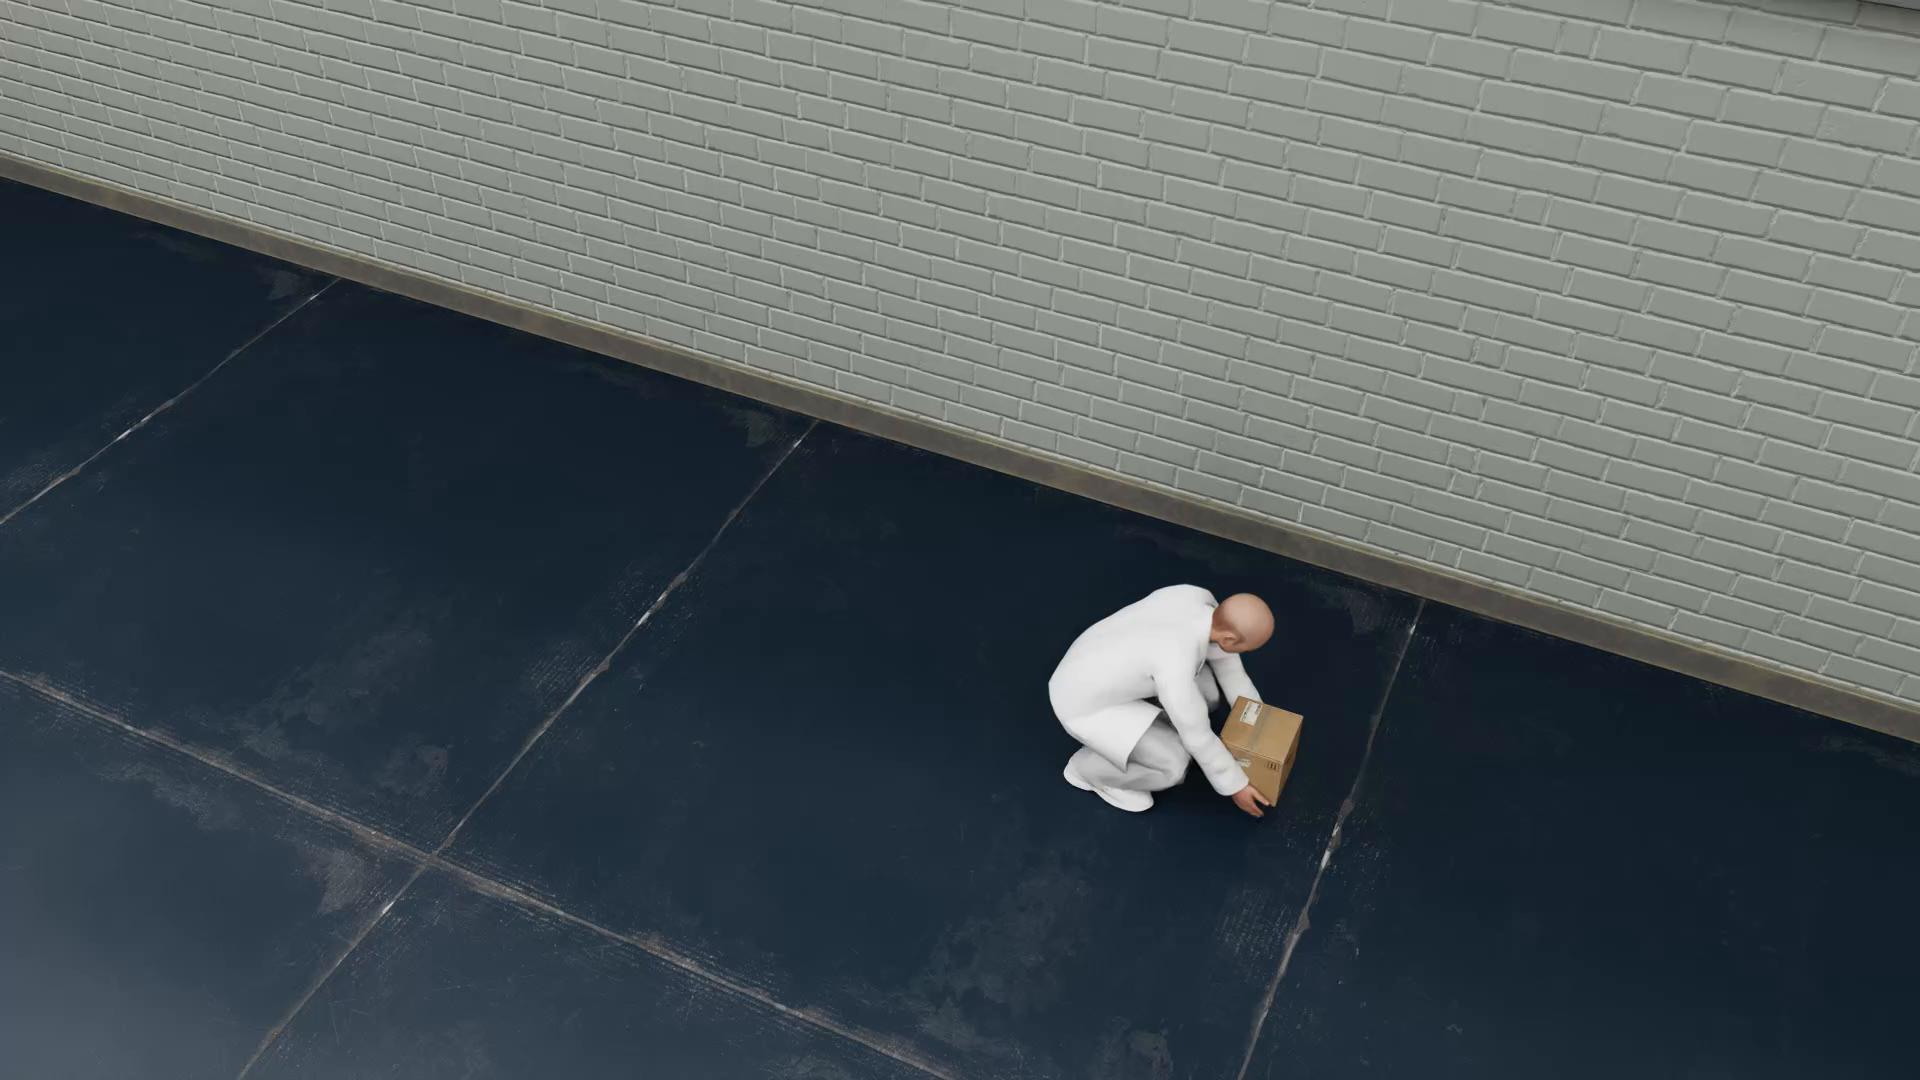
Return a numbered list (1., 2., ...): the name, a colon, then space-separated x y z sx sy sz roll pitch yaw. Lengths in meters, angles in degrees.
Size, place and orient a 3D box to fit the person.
1. person: 0.778 0.556 6.131 0.910 1.004 0.589 17 44 18
